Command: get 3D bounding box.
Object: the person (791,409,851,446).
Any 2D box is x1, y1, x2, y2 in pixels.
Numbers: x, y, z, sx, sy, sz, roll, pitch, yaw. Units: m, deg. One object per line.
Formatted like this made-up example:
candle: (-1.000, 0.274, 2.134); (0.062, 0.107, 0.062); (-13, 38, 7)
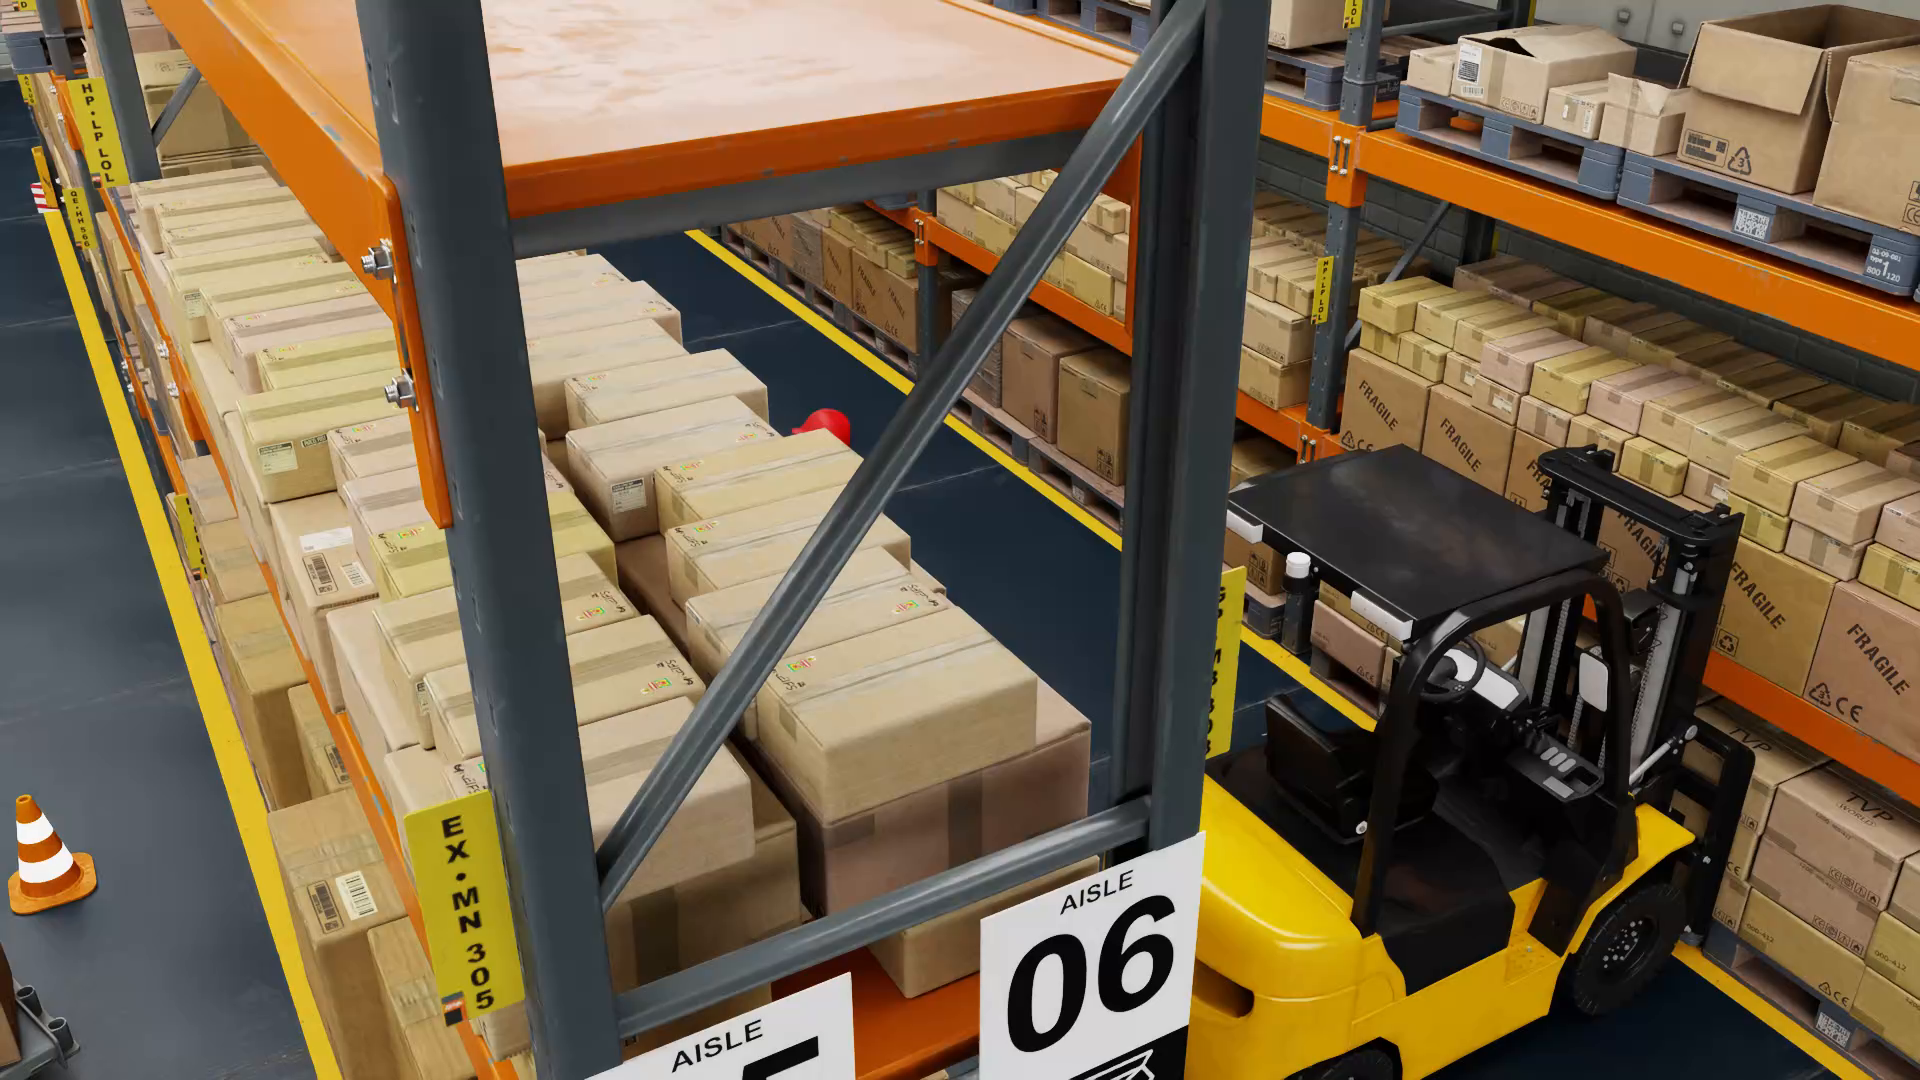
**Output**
person: (-0.702, 0.245, 7.650); (0.547, 1.793, 0.519); (-16, 33, -27)
